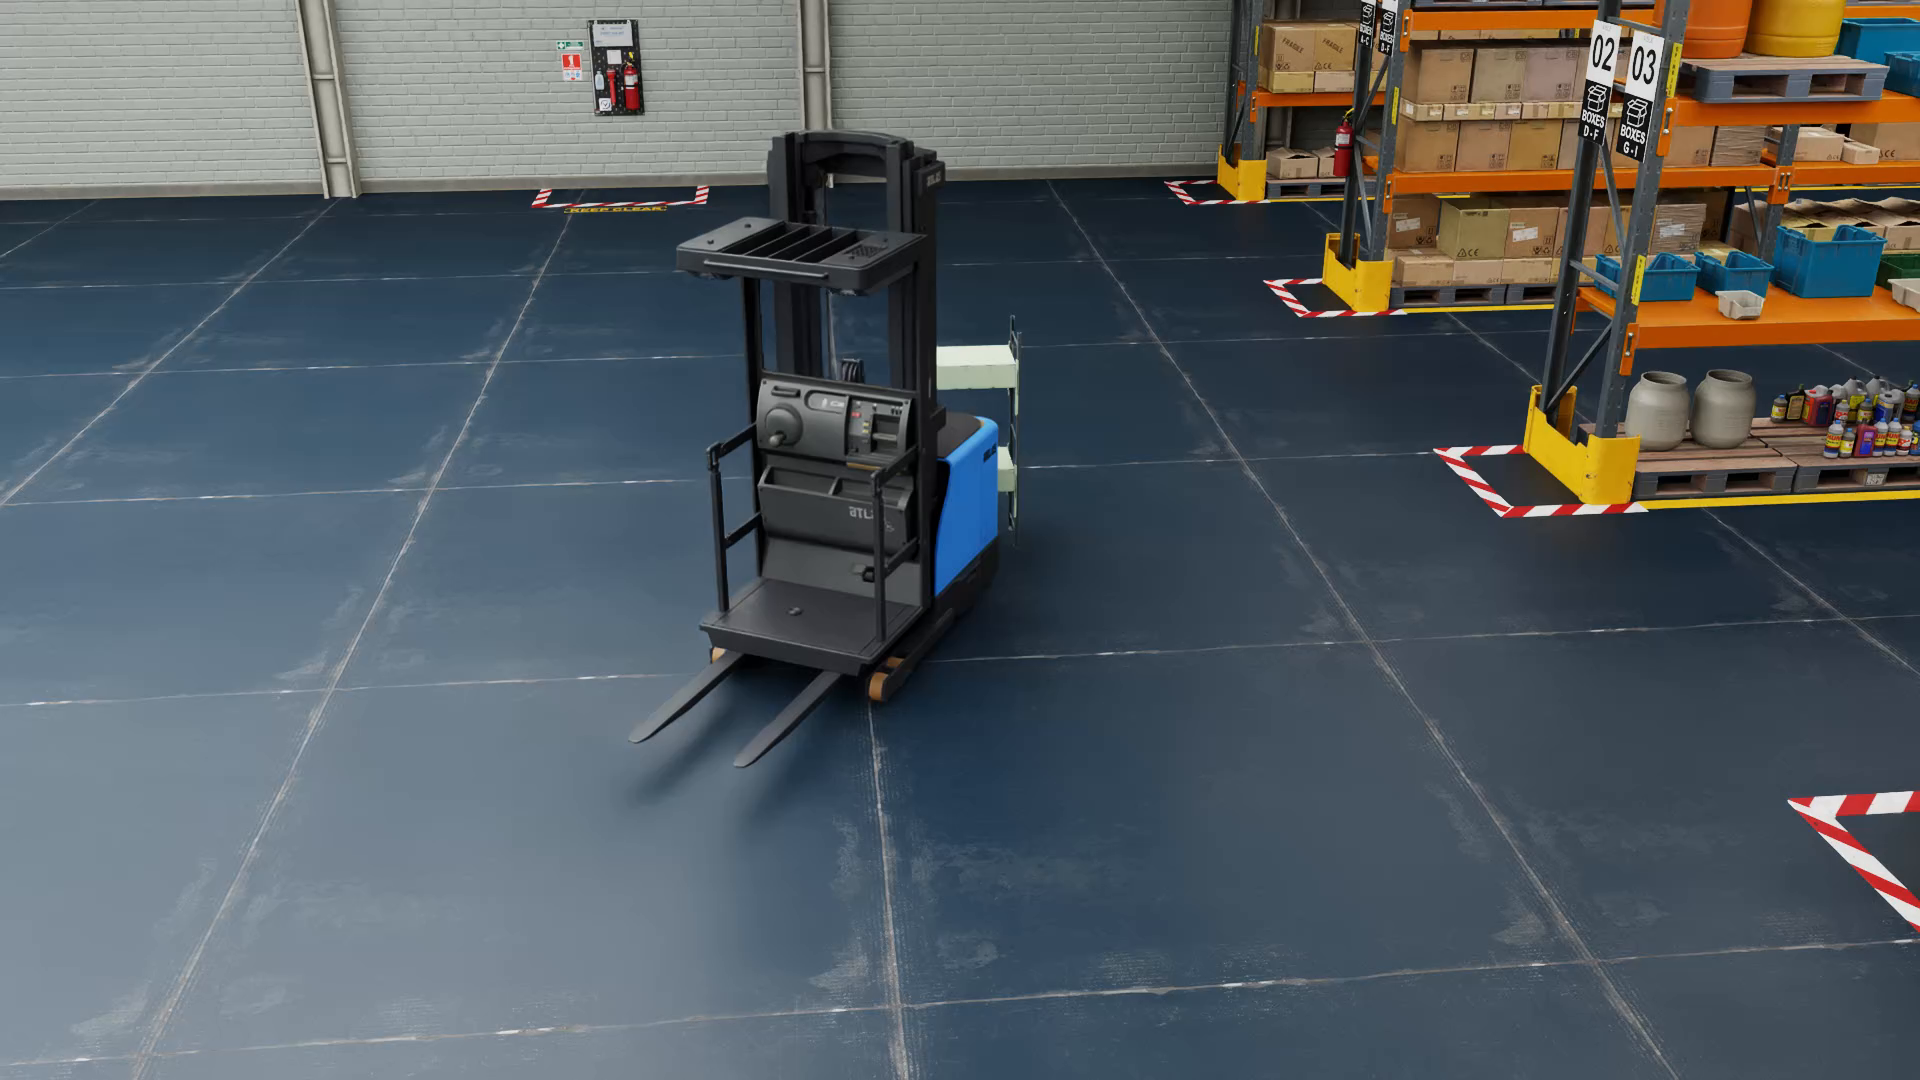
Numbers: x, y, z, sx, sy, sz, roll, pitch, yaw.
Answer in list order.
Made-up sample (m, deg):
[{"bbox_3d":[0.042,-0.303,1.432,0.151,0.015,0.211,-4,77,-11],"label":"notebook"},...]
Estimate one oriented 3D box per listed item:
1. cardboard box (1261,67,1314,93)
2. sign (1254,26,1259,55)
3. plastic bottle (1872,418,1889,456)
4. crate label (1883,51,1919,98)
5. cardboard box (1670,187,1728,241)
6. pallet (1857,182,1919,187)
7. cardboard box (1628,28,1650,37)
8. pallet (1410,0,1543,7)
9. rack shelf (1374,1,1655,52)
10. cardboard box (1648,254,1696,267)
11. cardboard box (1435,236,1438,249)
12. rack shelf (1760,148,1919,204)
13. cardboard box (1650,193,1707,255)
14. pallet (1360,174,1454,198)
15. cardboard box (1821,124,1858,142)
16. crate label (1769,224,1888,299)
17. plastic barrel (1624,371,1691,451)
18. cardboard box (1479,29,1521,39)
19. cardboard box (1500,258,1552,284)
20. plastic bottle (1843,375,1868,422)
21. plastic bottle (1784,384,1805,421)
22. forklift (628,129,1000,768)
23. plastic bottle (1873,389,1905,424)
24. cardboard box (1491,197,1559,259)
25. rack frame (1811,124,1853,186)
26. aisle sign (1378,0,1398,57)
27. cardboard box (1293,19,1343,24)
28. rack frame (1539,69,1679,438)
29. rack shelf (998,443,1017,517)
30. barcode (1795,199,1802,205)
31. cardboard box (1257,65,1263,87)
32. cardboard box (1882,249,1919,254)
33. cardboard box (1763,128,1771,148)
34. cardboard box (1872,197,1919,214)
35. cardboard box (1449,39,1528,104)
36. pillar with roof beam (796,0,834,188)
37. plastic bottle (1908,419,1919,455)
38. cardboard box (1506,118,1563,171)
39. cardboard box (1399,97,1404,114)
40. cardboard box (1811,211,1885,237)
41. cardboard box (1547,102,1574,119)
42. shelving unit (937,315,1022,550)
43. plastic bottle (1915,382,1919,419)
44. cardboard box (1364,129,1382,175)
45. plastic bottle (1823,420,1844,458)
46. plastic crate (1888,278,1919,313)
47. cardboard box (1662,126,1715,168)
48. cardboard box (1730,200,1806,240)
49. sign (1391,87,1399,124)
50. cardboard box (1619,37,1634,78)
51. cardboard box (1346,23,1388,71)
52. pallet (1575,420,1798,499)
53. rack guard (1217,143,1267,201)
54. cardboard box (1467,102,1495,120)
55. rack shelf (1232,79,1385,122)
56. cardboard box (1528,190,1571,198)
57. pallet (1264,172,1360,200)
[{"bbox_3d":[4.033,-5.672,20.478,0.500,0.250,0.500,-3,24,-7],"label":"cardboard box"},{"bbox_3d":[3.569,-6.016,20.027,0.005,0.325,0.100,-2,24,-5],"label":"sign"},{"bbox_3d":[6.666,-0.750,12.062,0.097,0.271,0.097,0,24,0],"label":"plastic bottle"},{"bbox_3d":[6.385,-3.080,10.976,0.408,0.251,0.502,-2,24,-5],"label":"crate label"},{"bbox_3d":[7.495,-3.384,17.115,0.500,0.500,0.500,-2,24,-5],"label":"cardboard box"},{"bbox_3d":[12.269,-4.886,21.984,1.213,0.211,1.003,-2,24,-5],"label":"pallet"},{"bbox_3d":[8.563,-6.273,21.004,0.500,0.500,0.700,0,24,0],"label":"cardboard box"},{"bbox_3d":[4.713,-5.186,15.641,1.213,0.211,1.003,-2,24,-5],"label":"pallet"},{"bbox_3d":[5.997,-4.960,15.908,4.000,0.370,1.077,-2,24,-5],"label":"rack shelf"},{"bbox_3d":[7.048,-2.810,16.748,0.500,0.250,0.500,-2,24,-5],"label":"cardboard box"},{"bbox_3d":[5.007,-2.939,17.038,0.500,0.250,0.500,-2,24,-5],"label":"cardboard box"},{"bbox_3d":[9.977,-3.749,16.877,4.000,0.370,1.077,-2,24,-5],"label":"rack shelf"},{"bbox_3d":[7.048,-3.154,16.597,0.500,0.500,0.500,-2,24,-5],"label":"cardboard box"},{"bbox_3d":[5.615,-4.635,21.417,1.213,0.211,1.003,-2,24,-5],"label":"pallet"},{"bbox_3d":[8.844,-4.046,16.825,0.258,0.266,0.396,-3,24,-6],"label":"cardboard box"},{"bbox_3d":[6.295,-2.035,12.091,0.616,0.435,0.502,-2,24,-5],"label":"crate label"},{"bbox_3d":[5.137,-0.948,12.236,0.421,0.512,0.421,0,24,0],"label":"plastic barrel"},{"bbox_3d":[6.560,-6.117,20.556,0.500,0.500,0.500,-2,24,-5],"label":"cardboard box"},{"bbox_3d":[5.557,-2.746,16.604,0.500,0.250,0.500,-2,24,-5],"label":"cardboard box"},{"bbox_3d":[6.830,-1.090,12.728,0.185,0.351,0.144,-1,24,-3],"label":"plastic bottle"},{"bbox_3d":[6.389,-1.058,12.740,0.133,0.283,0.061,-2,24,-4],"label":"plastic bottle"},{"bbox_3d":[-0.787,-0.634,9.069,1.130,2.935,3.031,10,26,21],"label":"forklift"},{"bbox_3d":[7.055,-1.004,12.628,0.135,0.276,0.152,-2,24,-5],"label":"plastic bottle"},{"bbox_3d":[5.556,-3.094,16.462,0.500,0.500,0.500,-2,24,-5],"label":"cardboard box"},{"bbox_3d":[11.477,-6.160,21.415,0.127,3.000,1.000,-2,24,-5],"label":"rack frame"},{"bbox_3d":[3.971,-4.900,15.380,0.004,0.787,0.394,-2,24,-5],"label":"aisle sign"},{"bbox_3d":[4.466,-6.244,20.842,0.500,0.500,0.500,-2,24,-4],"label":"cardboard box"},{"bbox_3d":[4.490,-1.836,11.687,0.127,3.000,1.000,-2,24,-5],"label":"rack frame"},{"bbox_3d":[-0.005,-0.389,11.081,0.720,0.370,0.431,-2,24,-5],"label":"rack shelf"},{"bbox_3d":[8.282,-3.337,16.419,0.075,0.075,0.001,-2,24,-5],"label":"barcode"},{"bbox_3d":[3.962,-5.878,20.941,0.500,0.250,0.500,-2,24,-4],"label":"cardboard box"},{"bbox_3d":[9.437,-2.891,16.929,0.500,0.250,0.500,-3,24,-7],"label":"cardboard box"},{"bbox_3d":[10.242,-5.195,21.781,0.500,0.500,0.700,-2,24,-5],"label":"cardboard box"},{"bbox_3d":[9.876,-3.382,17.345,0.500,0.311,0.500,-3,24,-6],"label":"cardboard box"},{"bbox_3d":[5.048,-4.515,15.995,0.500,0.500,0.700,-3,24,-7],"label":"cardboard box"},{"bbox_3d":[-1.420,-6.980,15.874,0.400,9.000,9.100,-2,24,-5],"label":"pillar with roof beam"},{"bbox_3d":[6.967,-0.762,12.089,0.097,0.271,0.097,0,24,0],"label":"plastic bottle"},{"bbox_3d":[5.489,-3.938,16.293,0.500,0.500,0.700,-2,24,-5],"label":"cardboard box"},{"bbox_3d":[4.368,-4.272,16.248,0.250,0.149,0.380,-3,24,-6],"label":"cardboard box"},{"bbox_3d":[8.921,-3.123,16.761,0.500,0.311,0.500,-3,24,-6],"label":"cardboard box"},{"bbox_3d":[5.700,-4.161,15.997,0.250,0.149,0.380,-3,24,-6],"label":"cardboard box"},{"bbox_3d":[-0.005,-0.687,10.948,0.755,1.500,0.431,-2,24,-5],"label":"shelving unit"},{"bbox_3d":[7.438,-1.114,12.783,0.185,0.351,0.144,-3,24,-7],"label":"plastic bottle"},{"bbox_3d":[5.515,-4.922,21.167,0.500,0.500,0.700,-4,24,-8],"label":"cardboard box"},{"bbox_3d":[6.324,-0.737,12.031,0.097,0.271,0.097,0,24,0],"label":"plastic bottle"},{"bbox_3d":[6.879,-1.708,11.724,0.437,0.136,0.530,-2,24,-5],"label":"plastic crate"},{"bbox_3d":[7.022,-4.000,16.432,0.500,0.500,0.700,-3,24,-6],"label":"cardboard box"},{"bbox_3d":[8.362,-3.322,17.208,0.500,0.311,0.500,-2,24,-5],"label":"cardboard box"},{"bbox_3d":[4.055,-4.045,15.495,0.005,0.325,0.100,-2,24,-5],"label":"sign"},{"bbox_3d":[6.545,-4.576,16.131,0.500,0.500,0.700,-2,24,-5],"label":"cardboard box"},{"bbox_3d":[5.028,-6.055,20.416,0.500,0.500,0.500,-3,24,-7],"label":"cardboard box"},{"bbox_3d":[5.370,-0.614,12.371,1.213,0.211,1.003,-2,24,-5],"label":"pallet"},{"bbox_3d":[3.591,-4.701,21.211,0.348,0.500,1.175,-2,24,-5],"label":"rack guard"},{"bbox_3d":[4.929,-4.130,15.927,0.250,0.149,0.380,-2,24,-5],"label":"cardboard box"},{"bbox_3d":[5.506,-5.591,21.022,4.000,0.370,1.077,-2,24,-5],"label":"rack shelf"},{"bbox_3d":[6.002,-3.323,16.979,0.500,0.500,0.500,-2,24,-5],"label":"cardboard box"},{"bbox_3d":[4.403,-4.587,21.310,1.213,0.211,1.003,-2,24,-5],"label":"pallet"}]
